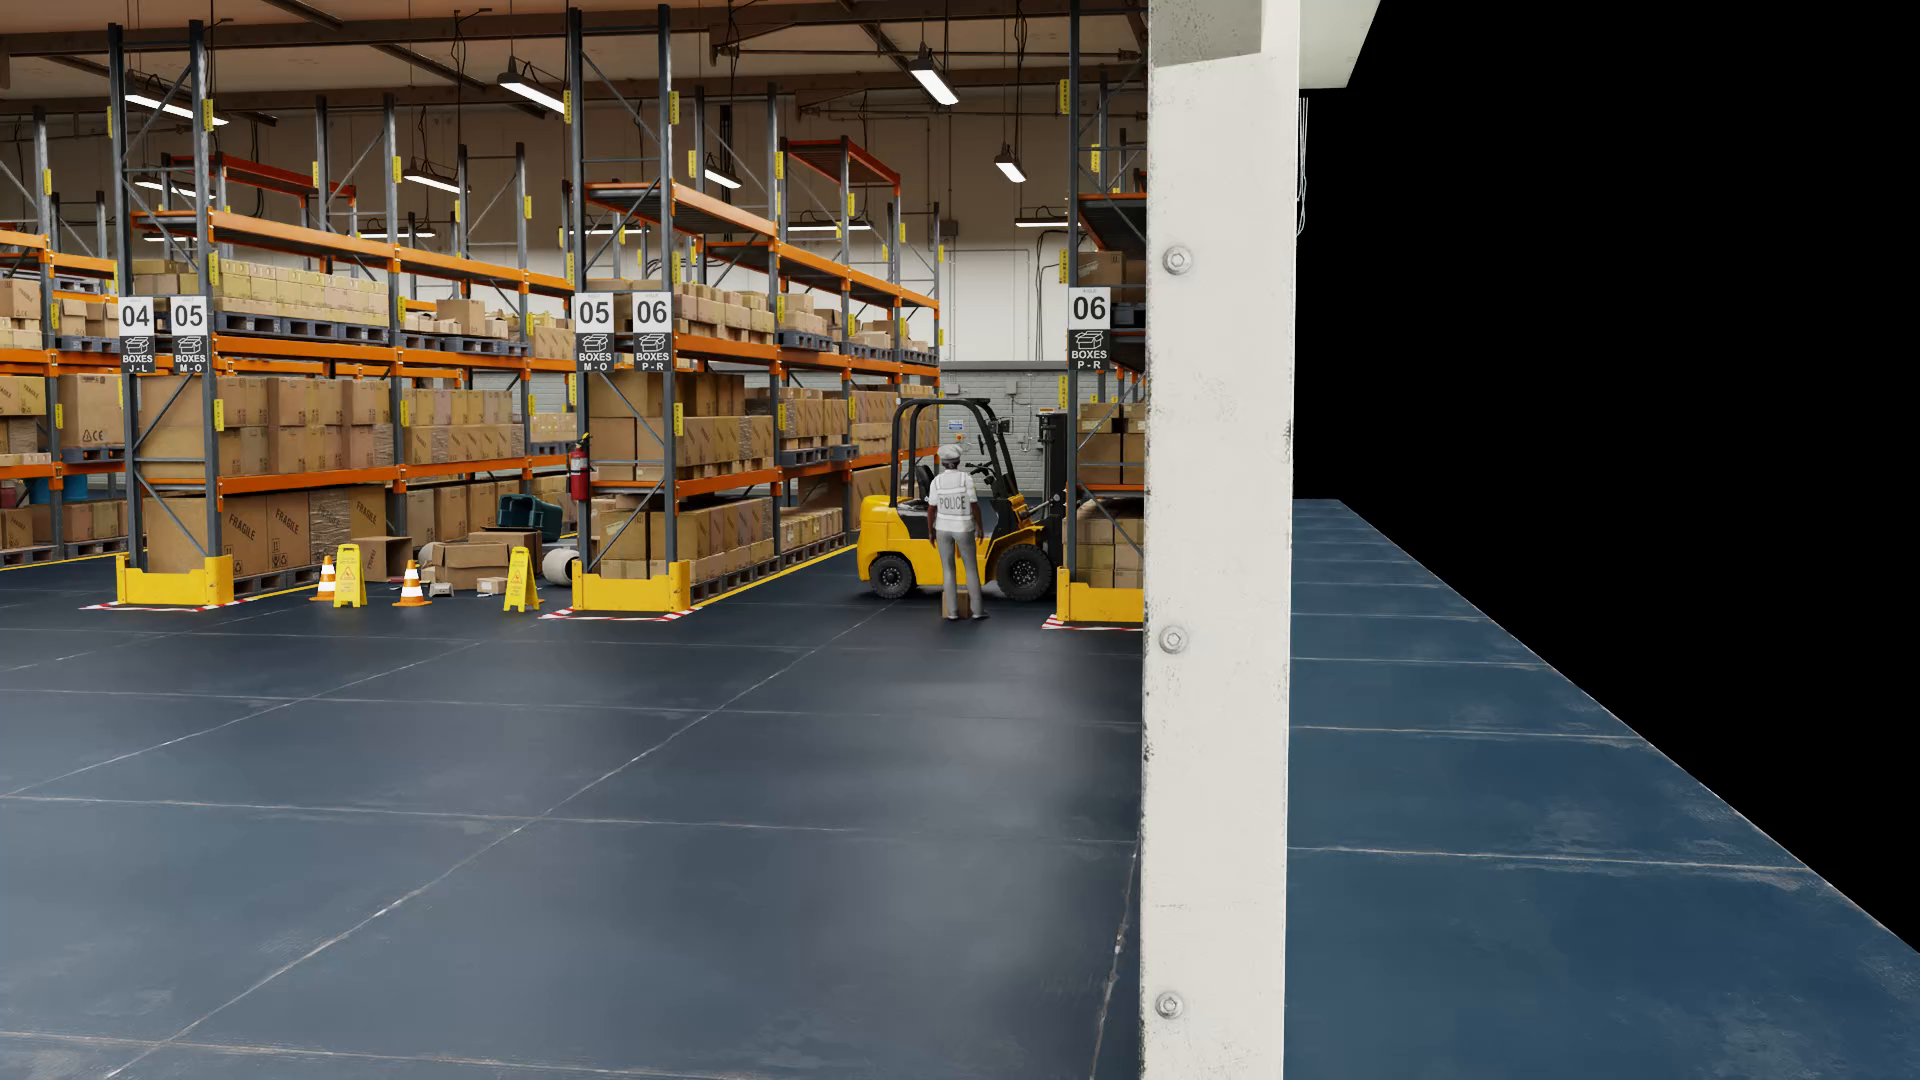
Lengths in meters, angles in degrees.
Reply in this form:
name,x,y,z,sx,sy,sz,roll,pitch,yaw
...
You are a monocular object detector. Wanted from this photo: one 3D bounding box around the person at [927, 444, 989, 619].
name,x,y,z,sx,sy,sz,roll,pitch,yaw
person,-0.022,-0.082,16.100,0.569,1.695,0.530,1,5,9
